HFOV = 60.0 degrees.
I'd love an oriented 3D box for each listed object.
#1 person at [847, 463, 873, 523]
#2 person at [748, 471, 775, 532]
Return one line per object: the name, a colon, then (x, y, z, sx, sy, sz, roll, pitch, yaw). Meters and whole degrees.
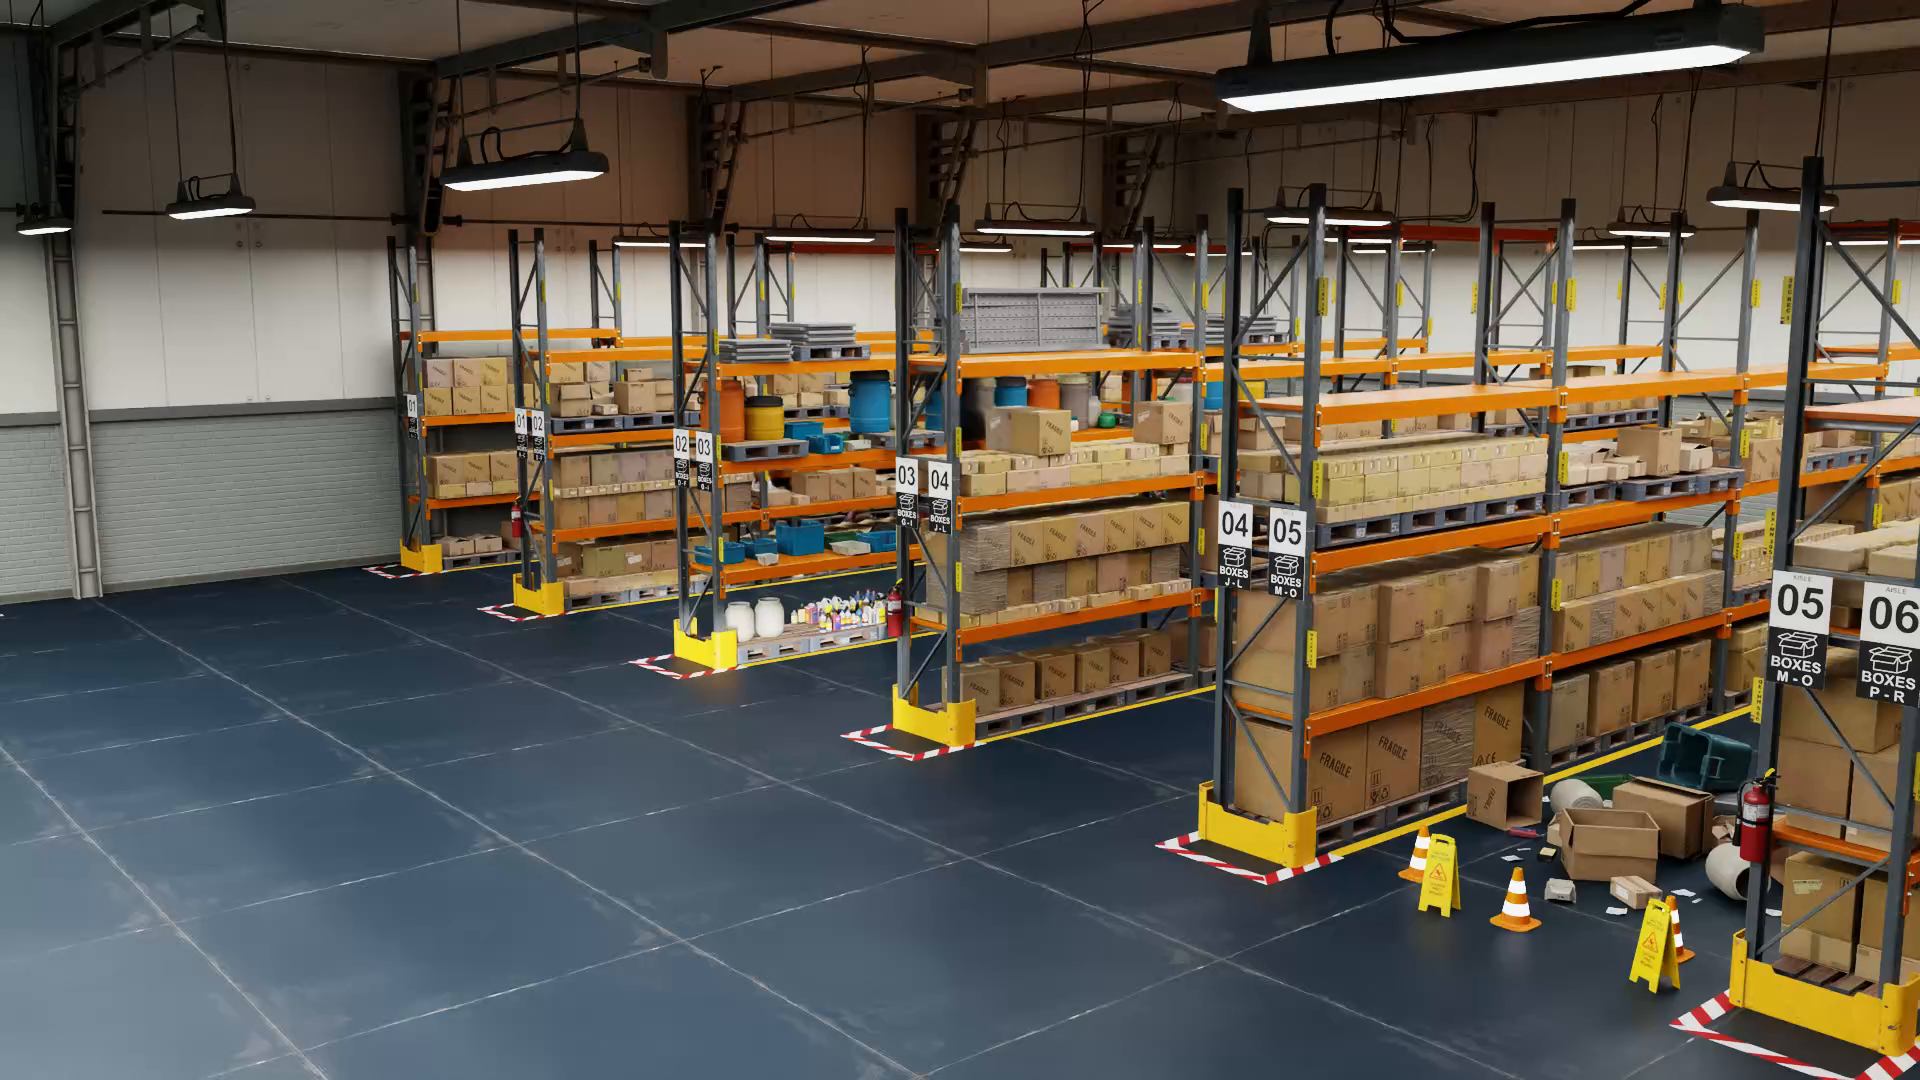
person: (-2.061, -0.768, 33.596, 0.594, 1.646, 0.812, 8, 12, 43)
person: (-3.774, -0.674, 31.955, 0.702, 1.630, 0.945, 7, 11, 37)
